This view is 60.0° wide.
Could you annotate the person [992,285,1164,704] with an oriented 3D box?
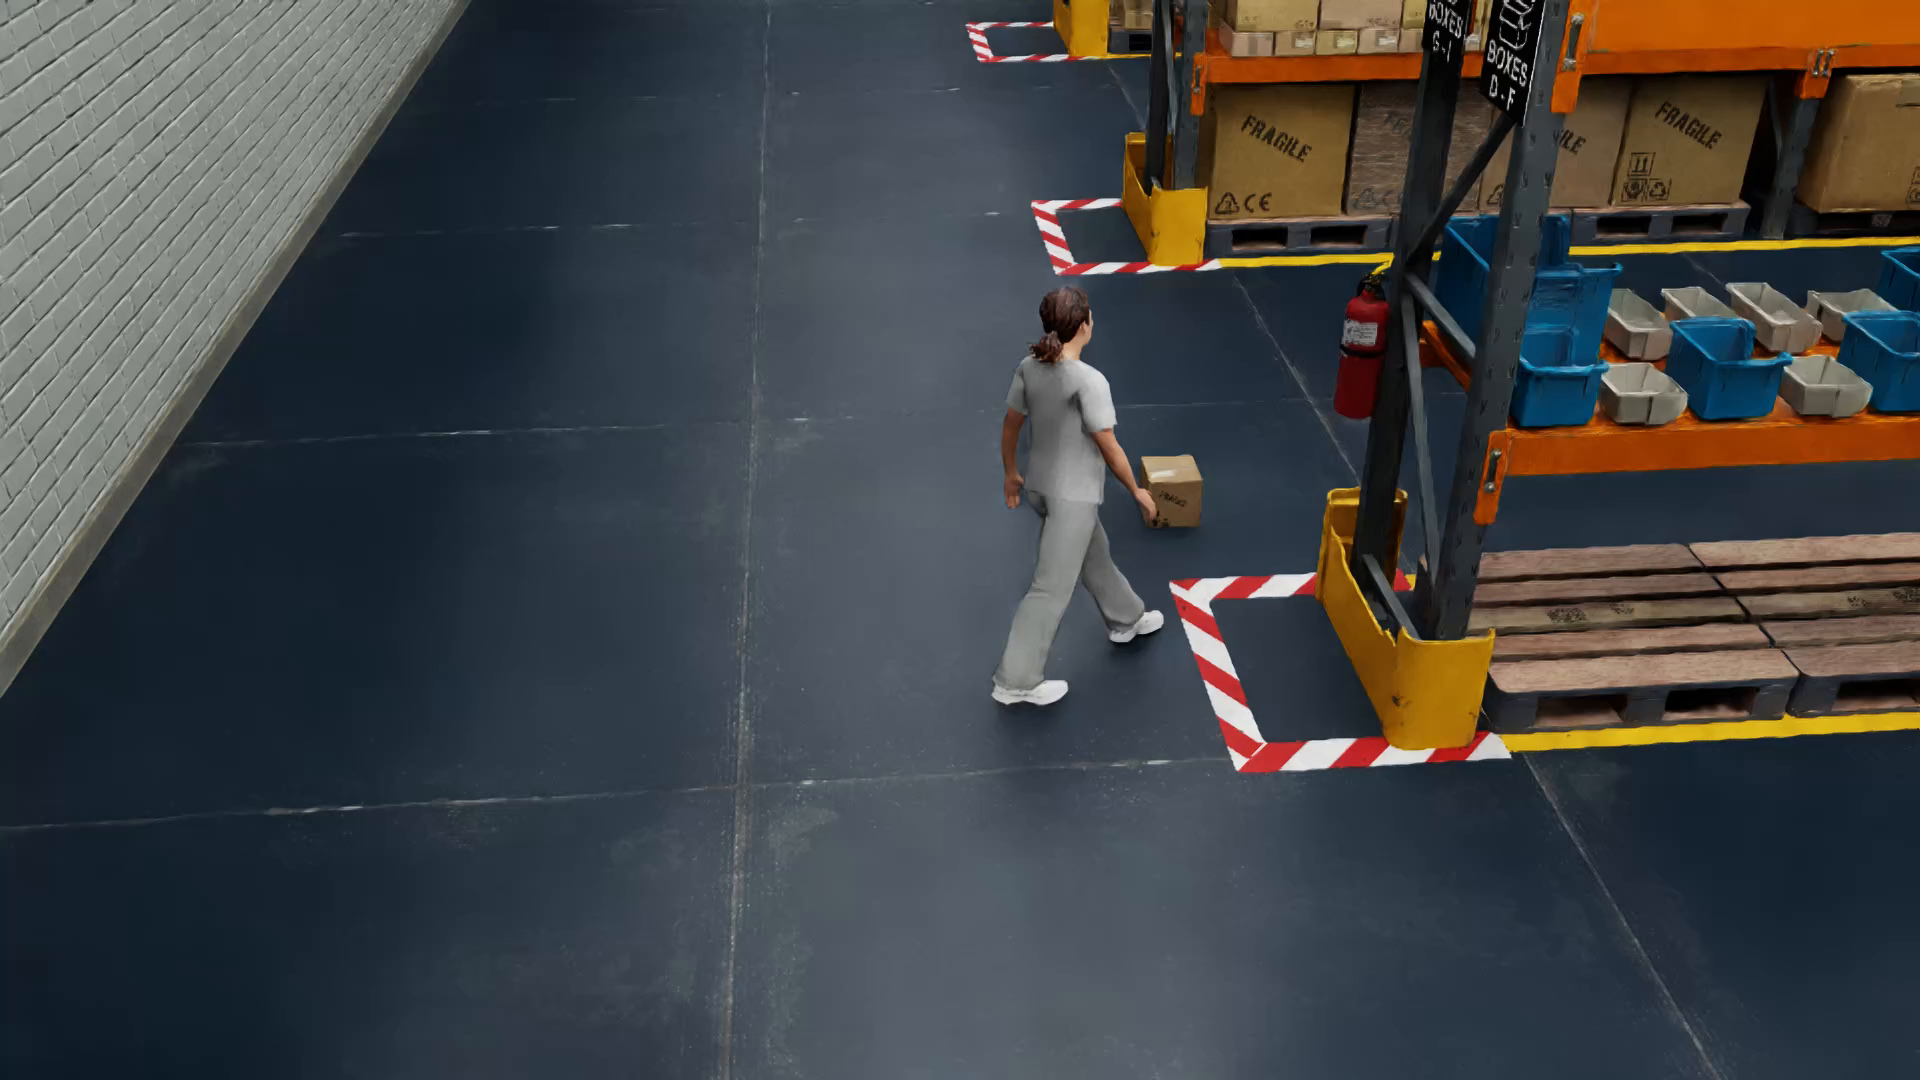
[{"bbox_3d":[0.474,-0.200,6.503,0.966,1.620,0.564,-19,36,-28],"label":"person"}]
